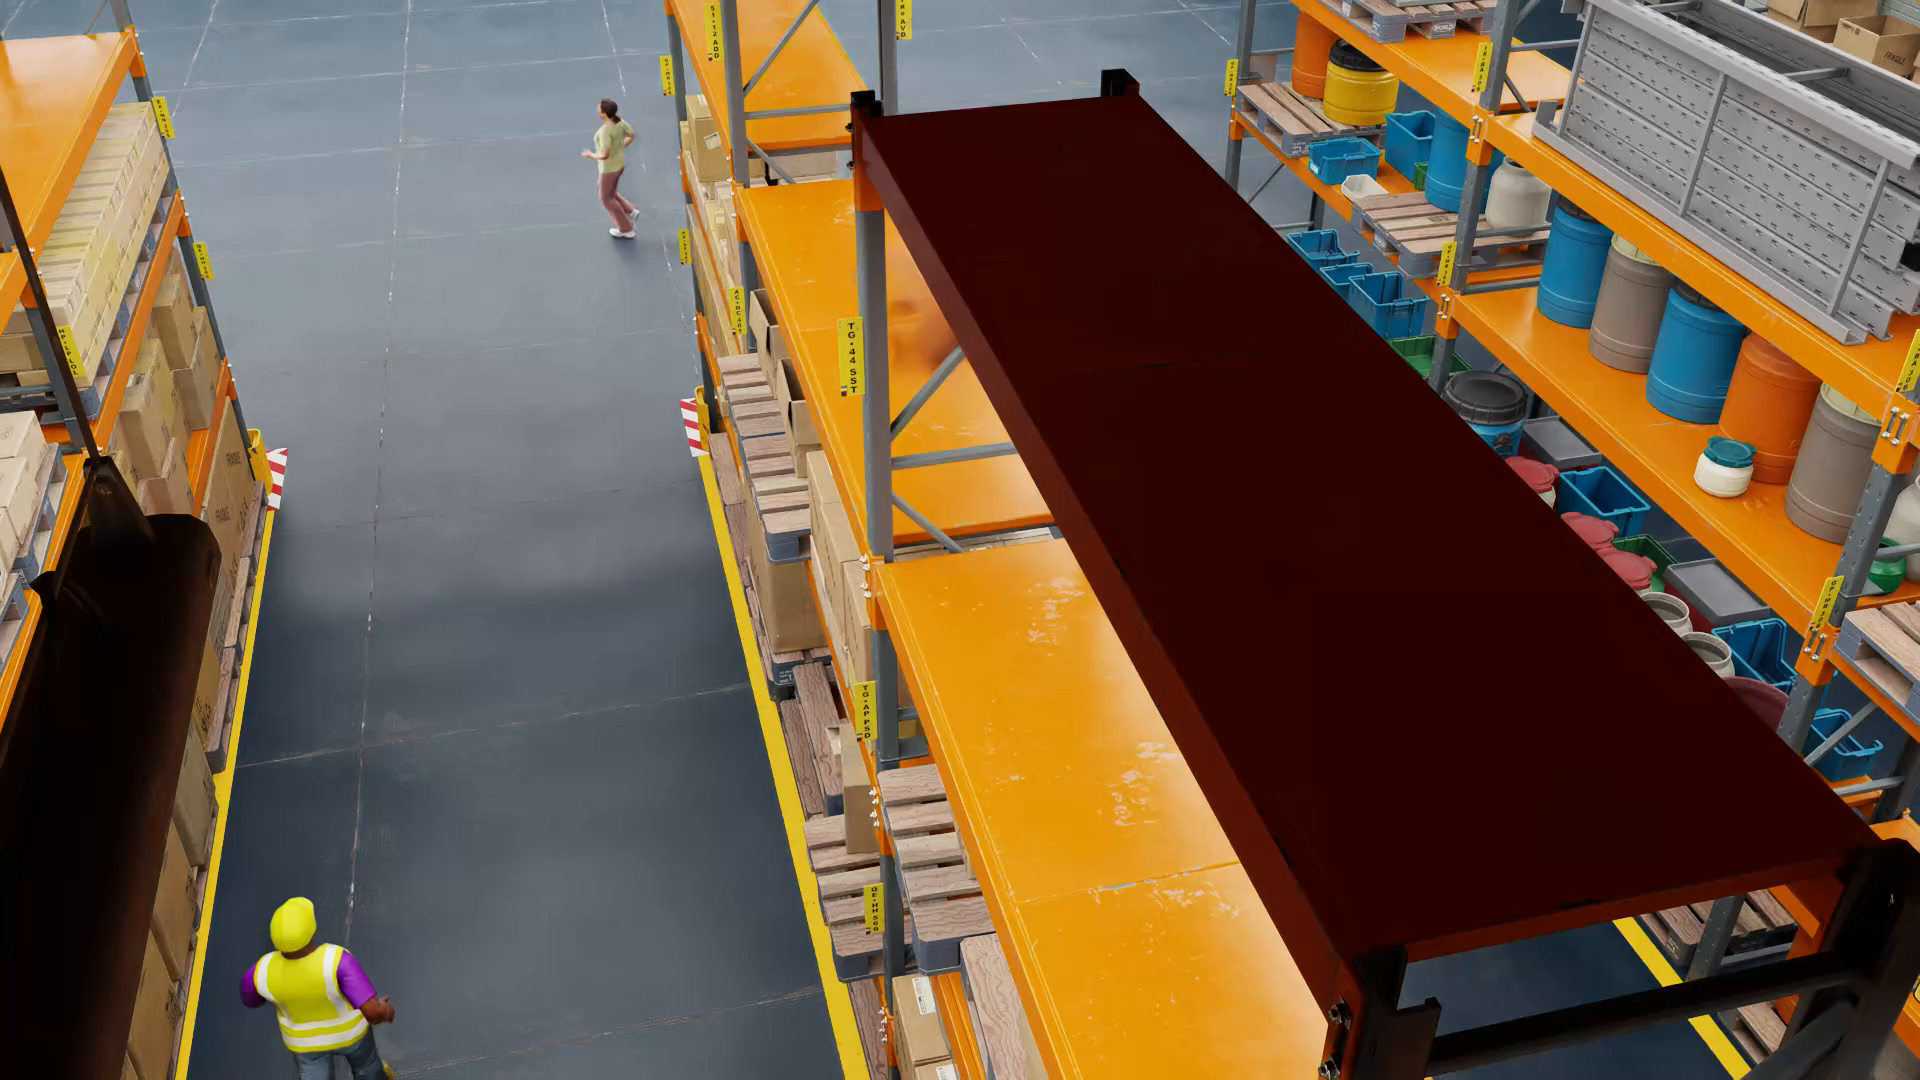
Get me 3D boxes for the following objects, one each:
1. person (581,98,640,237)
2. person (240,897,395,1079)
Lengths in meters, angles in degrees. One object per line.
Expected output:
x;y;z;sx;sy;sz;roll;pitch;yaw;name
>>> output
-3.956;-4.206;18.780;0.541;1.626;0.572;8;35;12;person
-3.187;2.461;8.396;0.699;1.797;0.913;-7;35;-11;person
